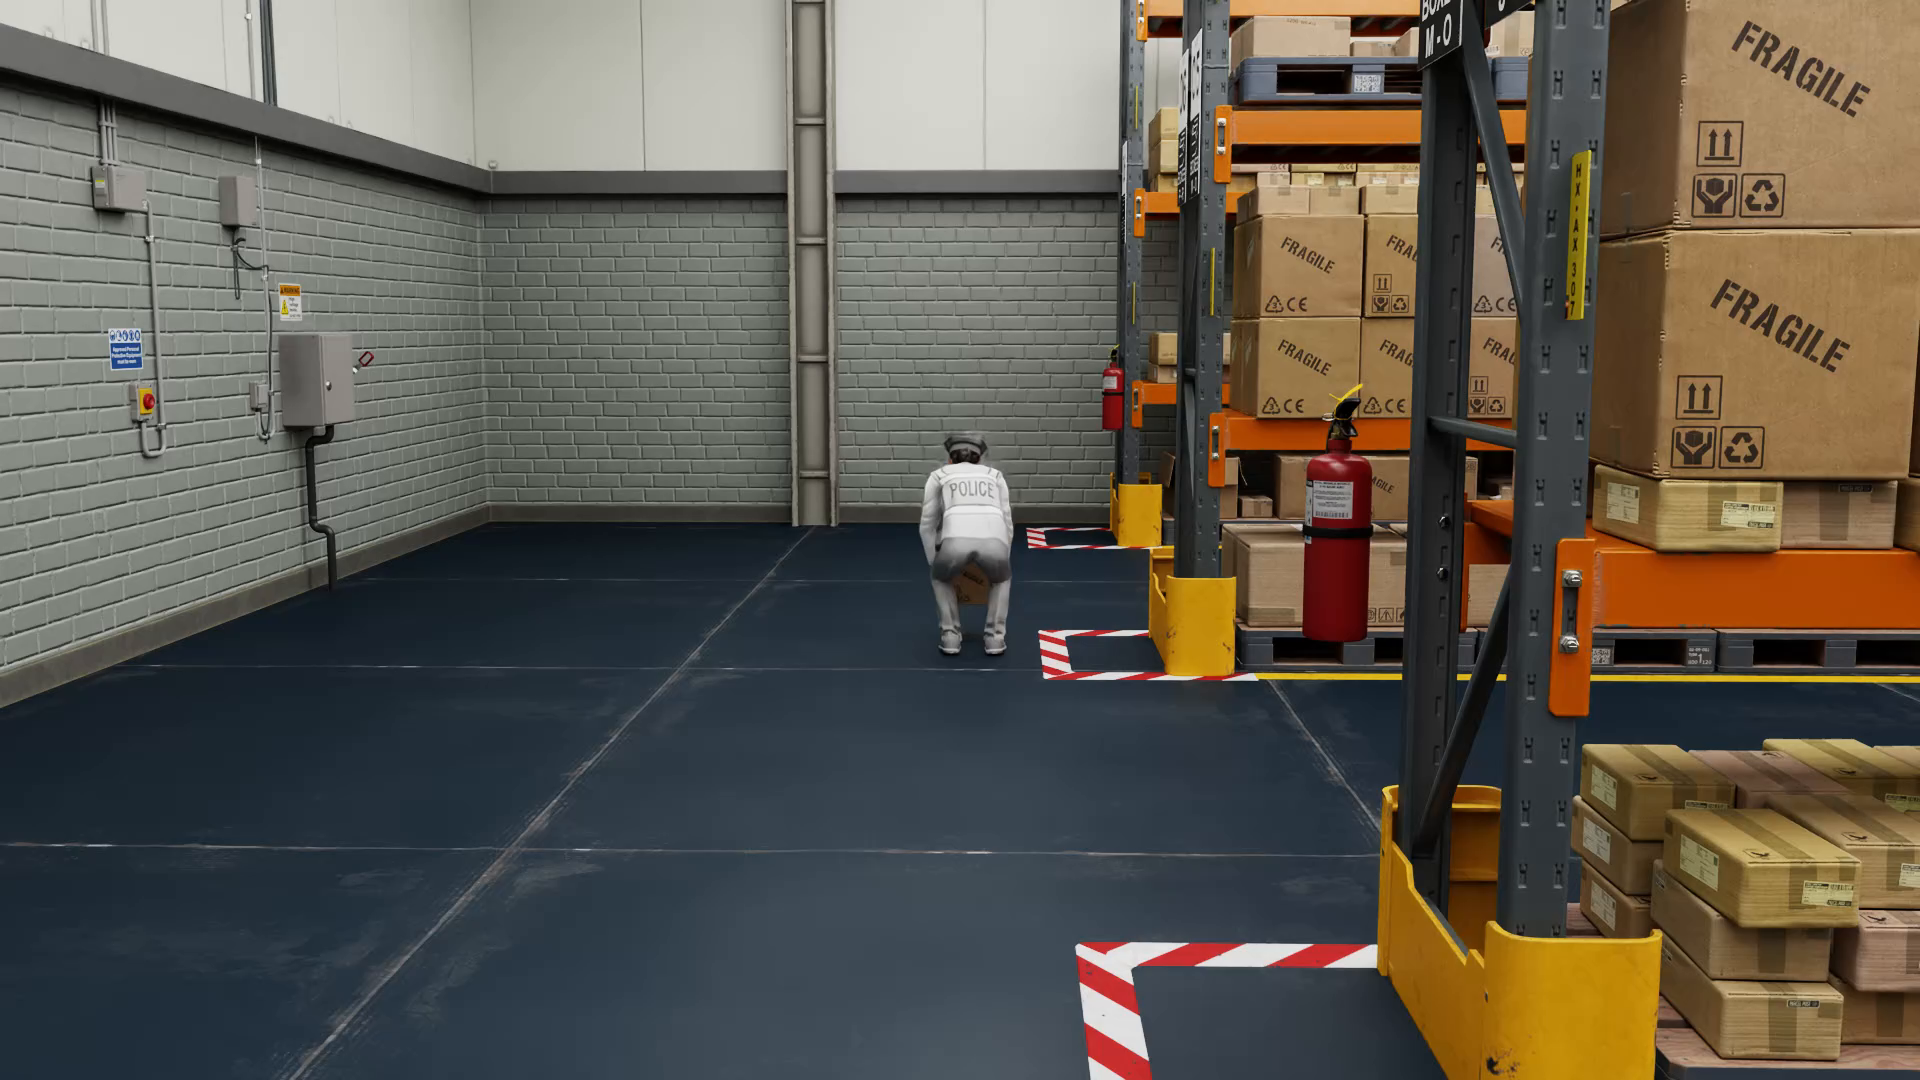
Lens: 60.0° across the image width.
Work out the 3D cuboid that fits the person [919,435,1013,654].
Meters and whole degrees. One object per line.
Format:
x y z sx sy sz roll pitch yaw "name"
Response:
0.033 0.023 9.082 0.520 1.163 0.796 0 7 1 "person"
